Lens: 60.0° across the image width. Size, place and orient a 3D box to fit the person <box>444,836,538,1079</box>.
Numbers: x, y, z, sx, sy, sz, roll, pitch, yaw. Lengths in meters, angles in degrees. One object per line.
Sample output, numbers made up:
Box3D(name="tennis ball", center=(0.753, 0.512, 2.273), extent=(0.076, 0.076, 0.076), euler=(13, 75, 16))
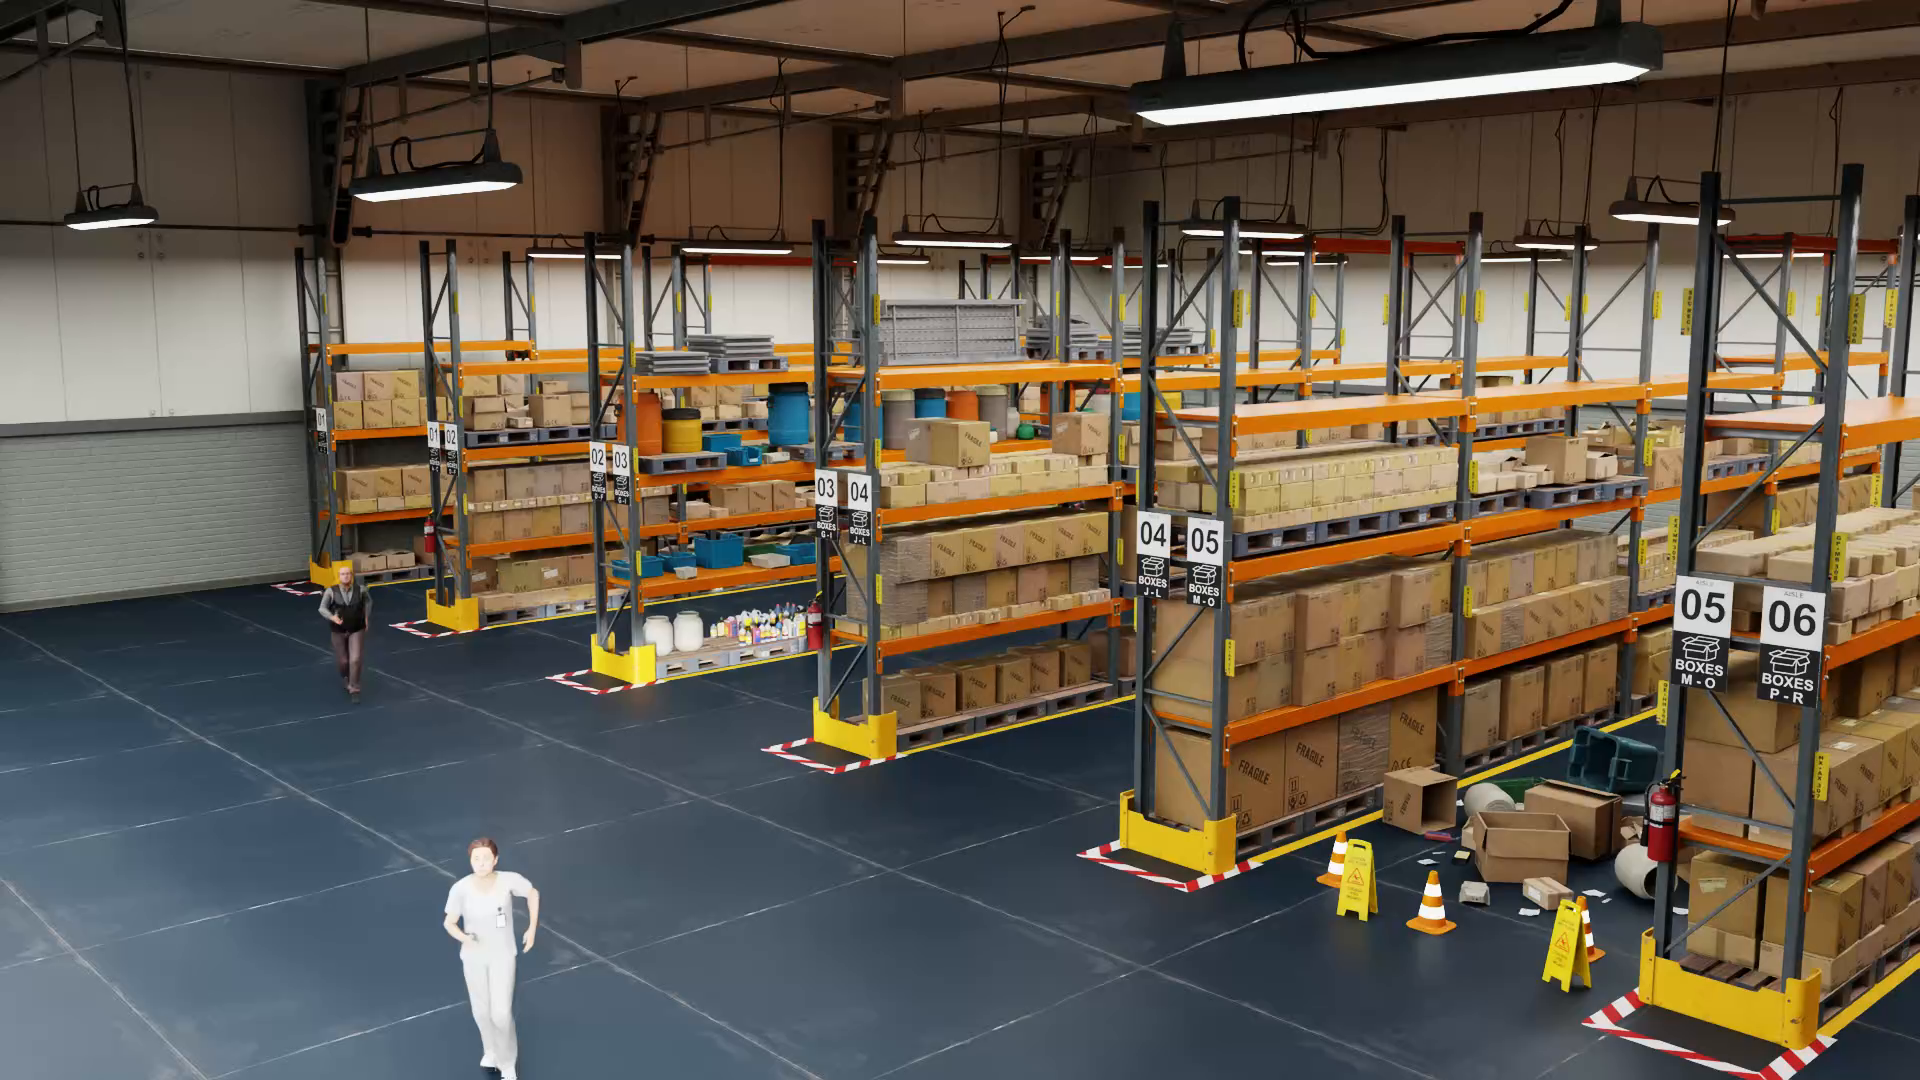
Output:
Box3D(name="person", center=(-3.065, 2.775, 10.899), extent=(0.576, 1.714, 0.705), euler=(-1, 8, -8))

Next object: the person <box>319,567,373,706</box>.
Box3D(name="person", center=(-7.874, 1.193, 21.371), extent=(0.656, 1.730, 0.898), euler=(-3, 9, -19))
